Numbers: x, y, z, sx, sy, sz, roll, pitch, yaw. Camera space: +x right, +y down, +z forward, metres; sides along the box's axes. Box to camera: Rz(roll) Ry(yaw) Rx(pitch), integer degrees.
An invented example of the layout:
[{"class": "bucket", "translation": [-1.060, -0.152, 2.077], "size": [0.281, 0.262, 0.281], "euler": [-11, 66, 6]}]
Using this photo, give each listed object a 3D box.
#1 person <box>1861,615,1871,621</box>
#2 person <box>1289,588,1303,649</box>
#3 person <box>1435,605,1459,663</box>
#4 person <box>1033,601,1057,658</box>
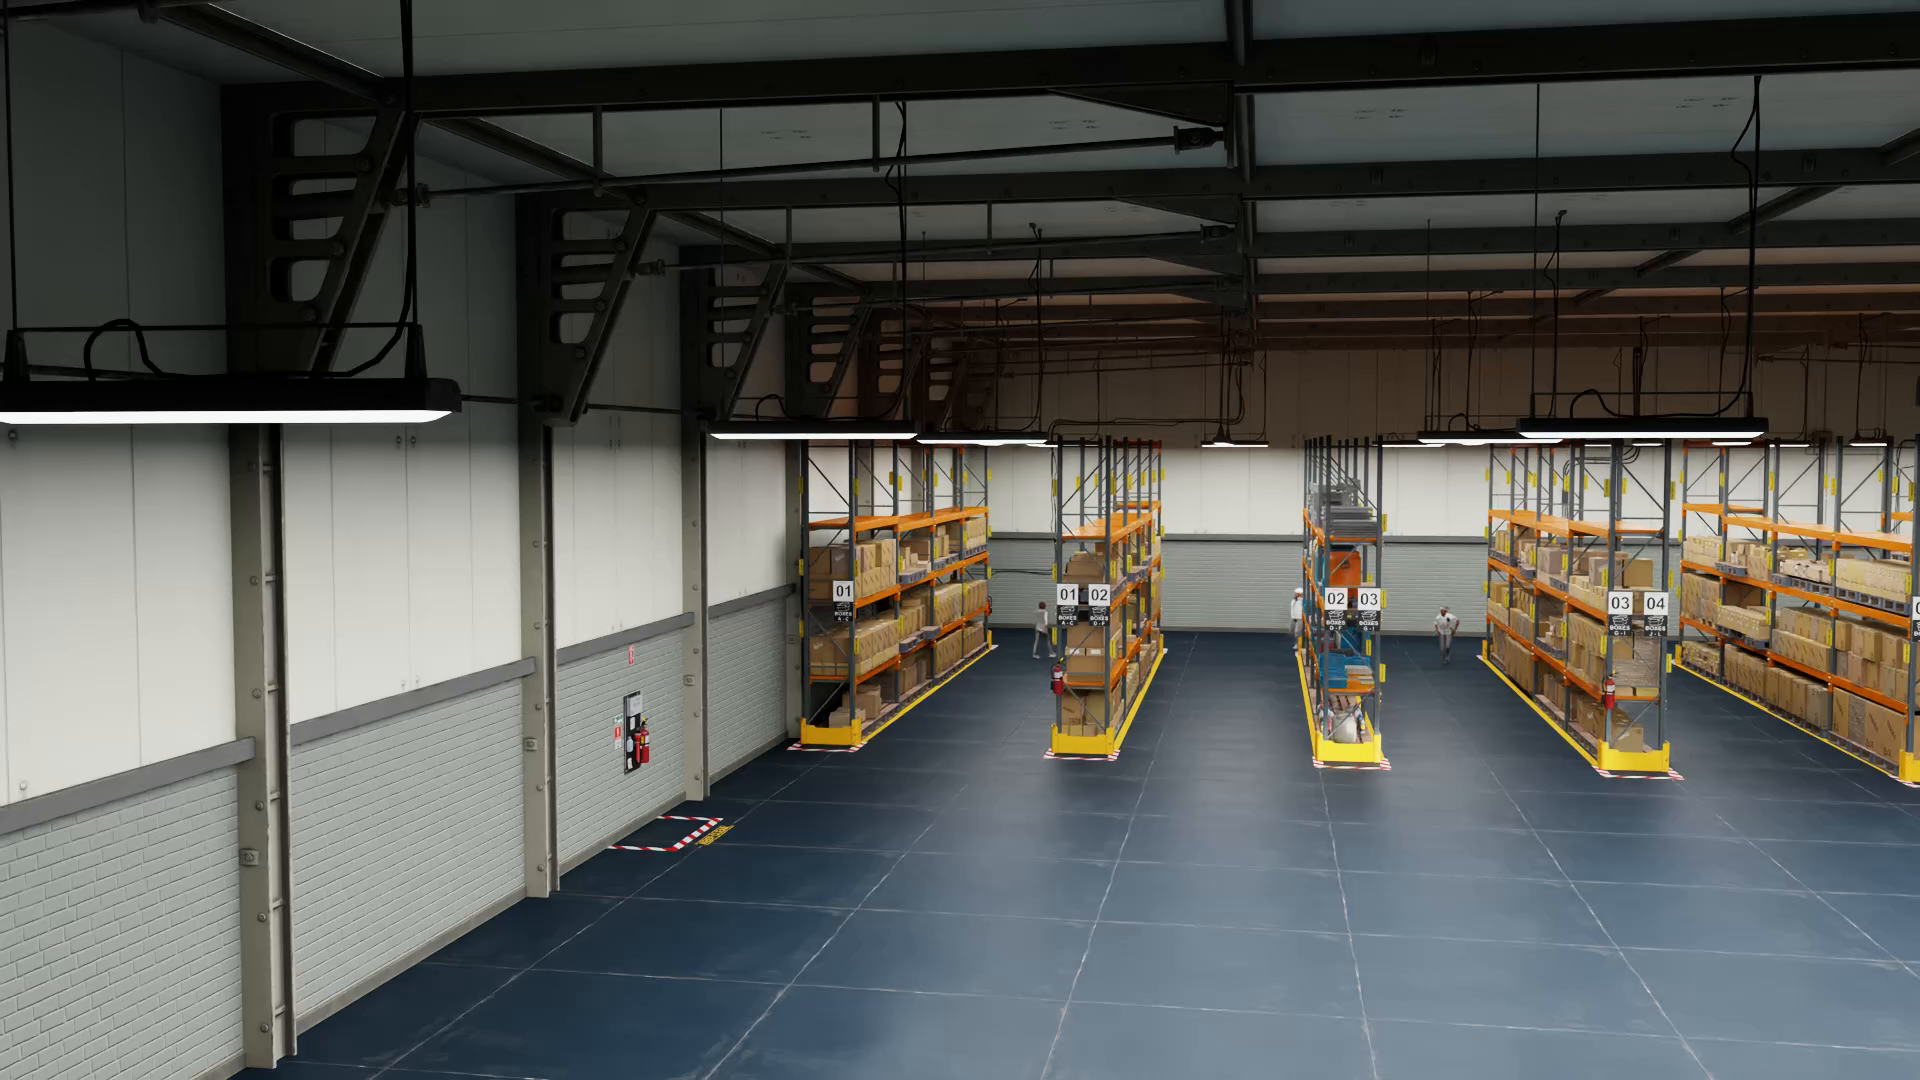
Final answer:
[{"class": "person", "translation": [22.564, 2.628, 41.201], "size": [0.544, 1.789, 0.563], "euler": [-1, 3, -20]}, {"class": "person", "translation": [9.744, 2.244, 47.778], "size": [0.592, 1.760, 0.533], "euler": [-2, 4, -33]}, {"class": "person", "translation": [13.021, 2.517, 44.541], "size": [0.589, 1.603, 0.719], "euler": [1, 3, 20]}, {"class": "person", "translation": [2.287, 2.455, 45.703], "size": [0.450, 1.551, 0.903], "euler": [2, 4, 28]}]
